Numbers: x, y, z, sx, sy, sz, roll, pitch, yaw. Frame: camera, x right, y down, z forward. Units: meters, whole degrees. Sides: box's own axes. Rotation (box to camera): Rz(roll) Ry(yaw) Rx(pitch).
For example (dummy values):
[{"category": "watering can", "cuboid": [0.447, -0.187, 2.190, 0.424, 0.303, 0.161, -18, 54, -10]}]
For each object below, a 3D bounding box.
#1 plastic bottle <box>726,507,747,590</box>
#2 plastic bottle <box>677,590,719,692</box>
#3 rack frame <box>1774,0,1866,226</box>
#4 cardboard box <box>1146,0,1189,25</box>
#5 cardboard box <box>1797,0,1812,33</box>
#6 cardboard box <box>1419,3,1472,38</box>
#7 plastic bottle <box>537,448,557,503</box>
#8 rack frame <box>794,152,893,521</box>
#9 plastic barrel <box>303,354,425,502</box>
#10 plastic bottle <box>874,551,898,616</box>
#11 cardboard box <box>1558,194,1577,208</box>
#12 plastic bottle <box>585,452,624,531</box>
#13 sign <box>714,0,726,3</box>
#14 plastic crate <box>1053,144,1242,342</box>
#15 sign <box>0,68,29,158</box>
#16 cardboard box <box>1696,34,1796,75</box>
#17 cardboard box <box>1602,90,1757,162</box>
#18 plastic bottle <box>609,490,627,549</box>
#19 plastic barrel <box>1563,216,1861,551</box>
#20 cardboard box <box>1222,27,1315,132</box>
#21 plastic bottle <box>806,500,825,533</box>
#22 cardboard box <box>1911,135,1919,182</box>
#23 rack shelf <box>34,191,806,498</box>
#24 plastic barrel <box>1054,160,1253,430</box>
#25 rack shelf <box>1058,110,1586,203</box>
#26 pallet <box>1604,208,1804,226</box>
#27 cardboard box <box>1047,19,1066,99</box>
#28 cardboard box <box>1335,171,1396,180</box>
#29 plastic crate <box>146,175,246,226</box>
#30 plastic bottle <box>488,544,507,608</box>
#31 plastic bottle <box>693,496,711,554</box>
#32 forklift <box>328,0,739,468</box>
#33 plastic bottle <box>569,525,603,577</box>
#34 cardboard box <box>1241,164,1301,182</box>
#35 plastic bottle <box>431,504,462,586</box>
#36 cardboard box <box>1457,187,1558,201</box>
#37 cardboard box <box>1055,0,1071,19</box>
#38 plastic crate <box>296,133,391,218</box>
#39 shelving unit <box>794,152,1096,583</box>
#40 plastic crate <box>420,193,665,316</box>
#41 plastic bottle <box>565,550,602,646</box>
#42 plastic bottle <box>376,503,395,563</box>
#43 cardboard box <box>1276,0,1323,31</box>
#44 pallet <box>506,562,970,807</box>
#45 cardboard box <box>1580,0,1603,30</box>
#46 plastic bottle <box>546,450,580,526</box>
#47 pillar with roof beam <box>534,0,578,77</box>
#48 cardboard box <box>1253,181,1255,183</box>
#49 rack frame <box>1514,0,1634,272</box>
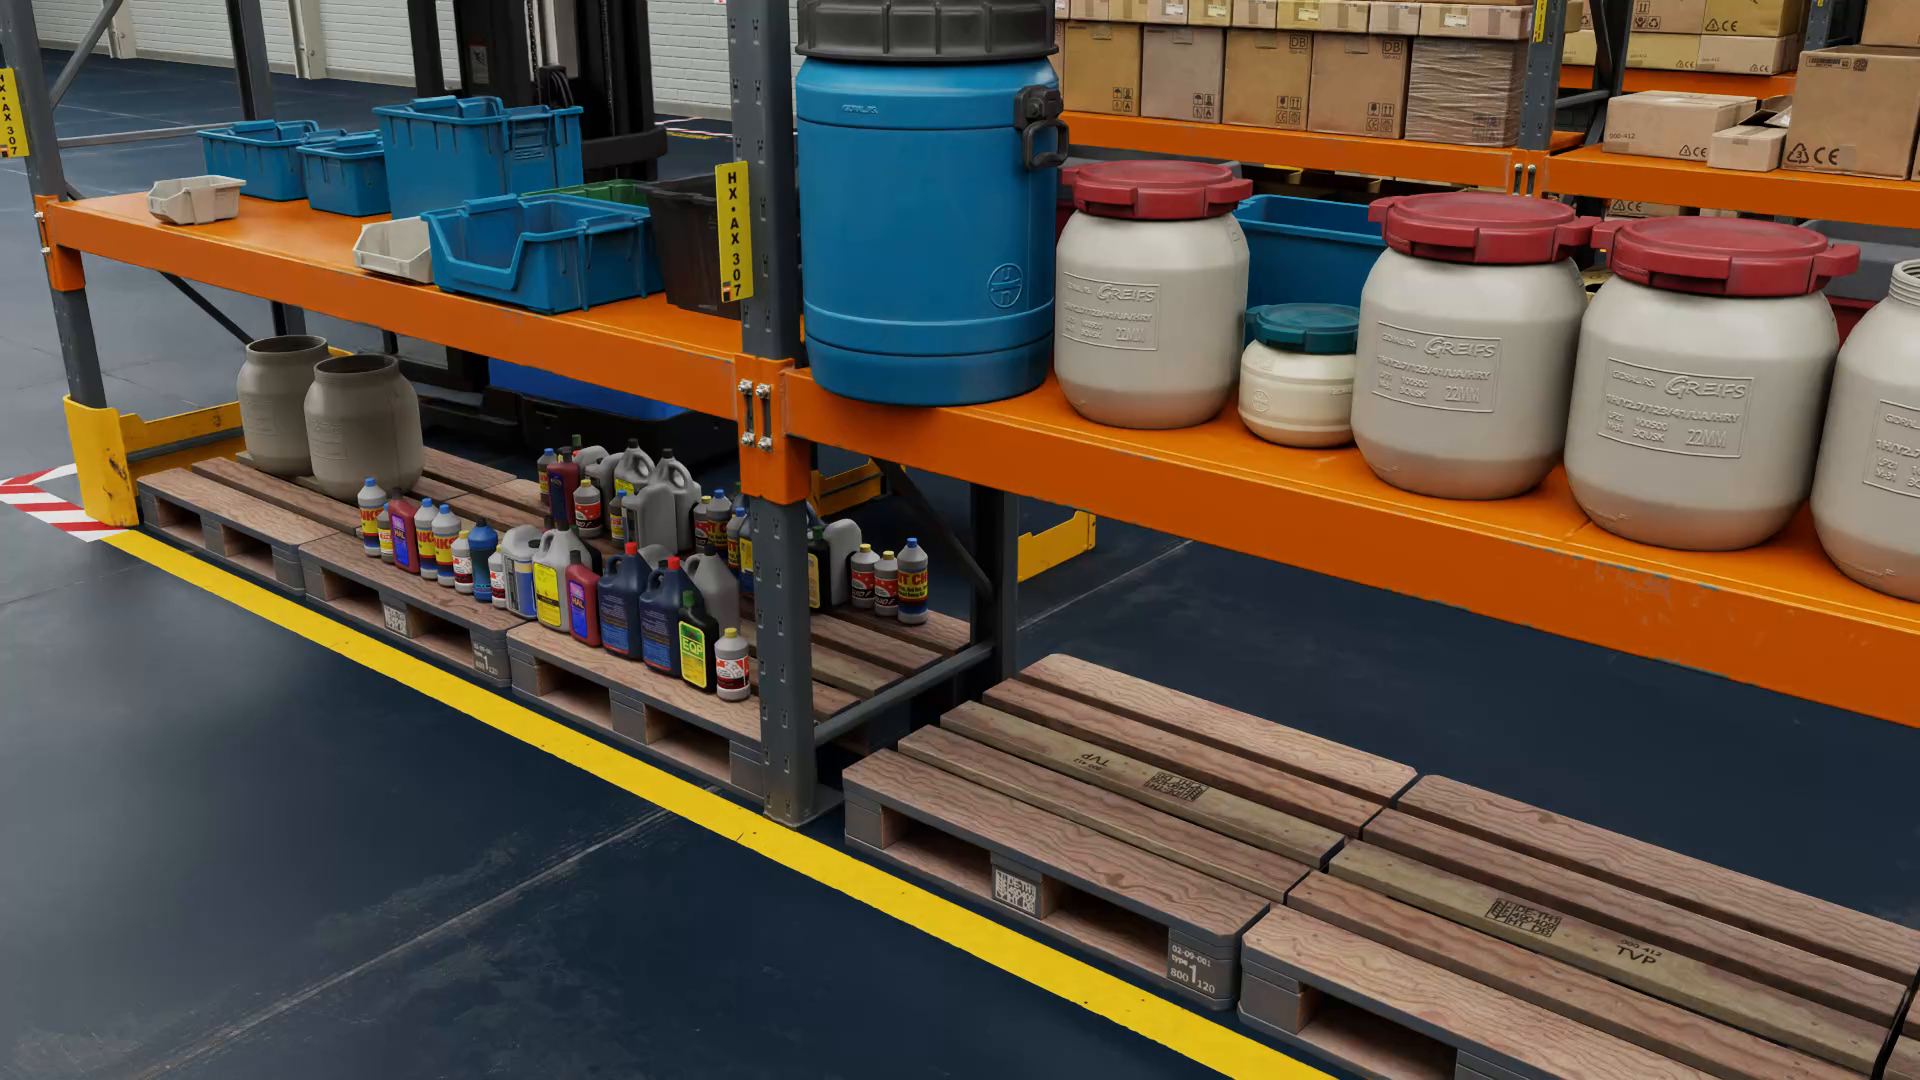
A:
[{"category": "plastic bottle", "cuboid": [-0.734, 0.023, 5.598, 0.097, 0.271, 0.097, 0, 21, 0]}, {"category": "plastic bottle", "cuboid": [-0.764, 0.293, 4.865, 0.133, 0.283, 0.061, 18, 27, 39]}, {"category": "rack frame", "cuboid": [6.082, -3.463, 11.599, 0.127, 3.000, 1.000, 16, 26, 36]}, {"category": "cardboard box", "cuboid": [1.212, -2.861, 8.942, 0.250, 0.149, 0.380, 16, 26, 37]}, {"category": "cardboard box", "cuboid": [5.850, -3.915, 11.919, 0.500, 0.500, 0.500, 15, 26, 35]}, {"category": "cardboard box", "cuboid": [2.416, -2.516, 8.027, 0.250, 0.149, 0.380, 15, 26, 35]}, {"category": "plastic bottle", "cuboid": [-1.581, -0.254, 6.432, 0.097, 0.201, 0.097, 0, 21, 0]}, {"category": "rack frame", "cuboid": [-0.460, -0.834, 6.755, 0.032, 1.500, 0.500, 16, 26, 36]}, {"category": "plastic barrel", "cuboid": [-2.335, -0.442, 6.519, 0.421, 0.512, 0.421, 0, 21, 0]}, {"category": "plastic bottle", "cuboid": [-0.231, 0.135, 5.400, 0.097, 0.201, 0.097, 0, 21, 0]}, {"category": "cardboard box", "cuboid": [4.855, -2.697, 12.986, 0.250, 0.149, 0.380, 14, 25, 32]}, {"category": "plastic bottle", "cuboid": [-1.296, -0.194, 6.167, 0.135, 0.276, 0.152, 15, 25, 35]}, {"category": "sign", "cuboid": [-2.830, -6.504, 19.614, 0.234, 0.329, 0.001, 16, 26, 36]}, {"category": "plastic crate", "cuboid": [0.386, -0.760, 4.342, 0.583, 0.464, 0.402, 16, 26, 36]}, {"category": "sign", "cuboid": [-3.632, -1.627, 6.339, 0.005, 0.325, 0.100, 16, 26, 36]}, {"category": "cardboard box", "cuboid": [5.523, -3.425, 11.683, 0.500, 0.250, 0.500, 16, 26, 36]}, {"category": "cardboard box", "cuboid": [3.362, -1.940, 7.773, 0.500, 0.250, 0.500, 18, 27, 40]}, {"category": "plastic bottle", "cuboid": [-1.207, -0.080, 5.972, 0.097, 0.201, 0.097, 0, 21, 0]}, {"category": "plastic barrel", "cuboid": [1.324, -0.284, 2.979, 0.433, 0.535, 0.433, 0, 21, 0]}, {"category": "cardboard box", "cuboid": [1.806, -2.481, 8.854, 0.500, 0.500, 0.700, 17, 26, 37]}, {"category": "plastic bottle", "cuboid": [-0.545, -0.014, 5.586, 0.185, 0.351, 0.144, 17, 26, 38]}, {"category": "cardboard box", "cuboid": [4.333, -1.749, 6.914, 0.500, 0.500, 0.500, 16, 26, 36]}, {"category": "rack shelf", "cuboid": [-1.732, -0.864, 5.728, 4.000, 0.370, 1.077, 16, 26, 36]}, {"category": "plastic barrel", "cuboid": [0.420, -0.545, 3.669, 0.433, 0.535, 0.433, 0, 21, 0]}, {"category": "rack shelf", "cuboid": [1.403, -2.217, 9.316, 4.000, 0.370, 1.077, 16, 26, 36]}, {"category": "pallet", "cuboid": [5.539, -2.298, 12.463, 1.213, 0.211, 1.003, 16, 26, 36]}, {"category": "cardboard box", "cuboid": [0.617, -2.823, 9.762, 0.500, 0.500, 0.700, 17, 26, 38]}, {"category": "cardboard box", "cuboid": [3.462, -3.124, 13.888, 0.500, 0.311, 0.500, 13, 24, 30]}, {"category": "plastic crate", "cuboid": [-2.791, -1.236, 6.068, 0.250, 0.136, 0.298, 16, 26, 36]}, {"category": "plastic bottle", "cuboid": [-1.495, 0.113, 5.460, 0.097, 0.201, 0.097, 0, 21, 0]}, {"category": "plastic bottle", "cuboid": [-0.896, -0.056, 5.908, 0.097, 0.201, 0.097, 0, 21, 0]}, {"category": "forklift", "cuboid": [-2.255, -2.033, 7.906, 3.031, 2.935, 1.130, 14, 25, 32]}, {"category": "plastic bottle", "cuboid": [-1.217, 0.097, 5.386, 0.133, 0.283, 0.061, 16, 26, 36]}, {"category": "cardboard box", "cuboid": [1.628, -1.892, 9.672, 0.500, 0.500, 0.500, 16, 26, 36]}, {"category": "plastic bottle", "cuboid": [-1.731, 0.012, 5.628, 0.097, 0.271, 0.097, 0, 21, 0]}, {"category": "cardboard box", "cuboid": [2.791, -1.558, 8.786, 0.500, 0.500, 0.500, 16, 26, 36]}, {"category": "cardboard box", "cuboid": [0.614, -3.033, 9.399, 0.250, 0.149, 0.380, 16, 26, 35]}, {"category": "plastic crate", "cuboid": [-2.205, -1.401, 6.343, 0.408, 0.251, 0.499, 16, 26, 36]}, {"category": "shelving unit", "cuboid": [-0.059, -0.719, 6.449, 1.083, 1.500, 0.587, 16, 26, 36]}, {"category": "plastic crate", "cuboid": [-1.211, -0.858, 4.902, 0.616, 0.251, 0.499, 16, 26, 36]}, {"category": "plastic bottle", "cuboid": [-1.165, 0.178, 5.171, 0.133, 0.283, 0.061, 18, 27, 40]}, {"category": "plastic bottle", "cuboid": [-1.993, -0.031, 5.841, 0.097, 0.201, 0.097, 0, 21, 0]}, {"category": "cardboard box", "cuboid": [1.819, -2.688, 8.483, 0.250, 0.149, 0.380, 16, 26, 36]}, {"category": "pallet", "cuboid": [-0.676, 0.389, 5.337, 1.213, 0.211, 1.003, 16, 26, 36]}, {"category": "cardboard box", "cuboid": [4.746, -3.999, 12.142, 0.500, 0.500, 0.500, 15, 25, 35]}, {"category": "plastic bottle", "cuboid": [-1.470, -0.199, 6.171, 0.133, 0.283, 0.061, 16, 26, 36]}, {"category": "pillar with roof beam", "cuboid": [-7.946, -8.743, 17.099, 0.400, 9.000, 9.100, 16, 26, 36]}, {"category": "cardboard box", "cuboid": [1.289, -1.745, 9.284, 0.500, 0.500, 0.500, 16, 26, 36]}, {"category": "rack frame", "cuboid": [2.953, -2.108, 8.006, 0.127, 3.000, 1.000, 16, 26, 36]}]
